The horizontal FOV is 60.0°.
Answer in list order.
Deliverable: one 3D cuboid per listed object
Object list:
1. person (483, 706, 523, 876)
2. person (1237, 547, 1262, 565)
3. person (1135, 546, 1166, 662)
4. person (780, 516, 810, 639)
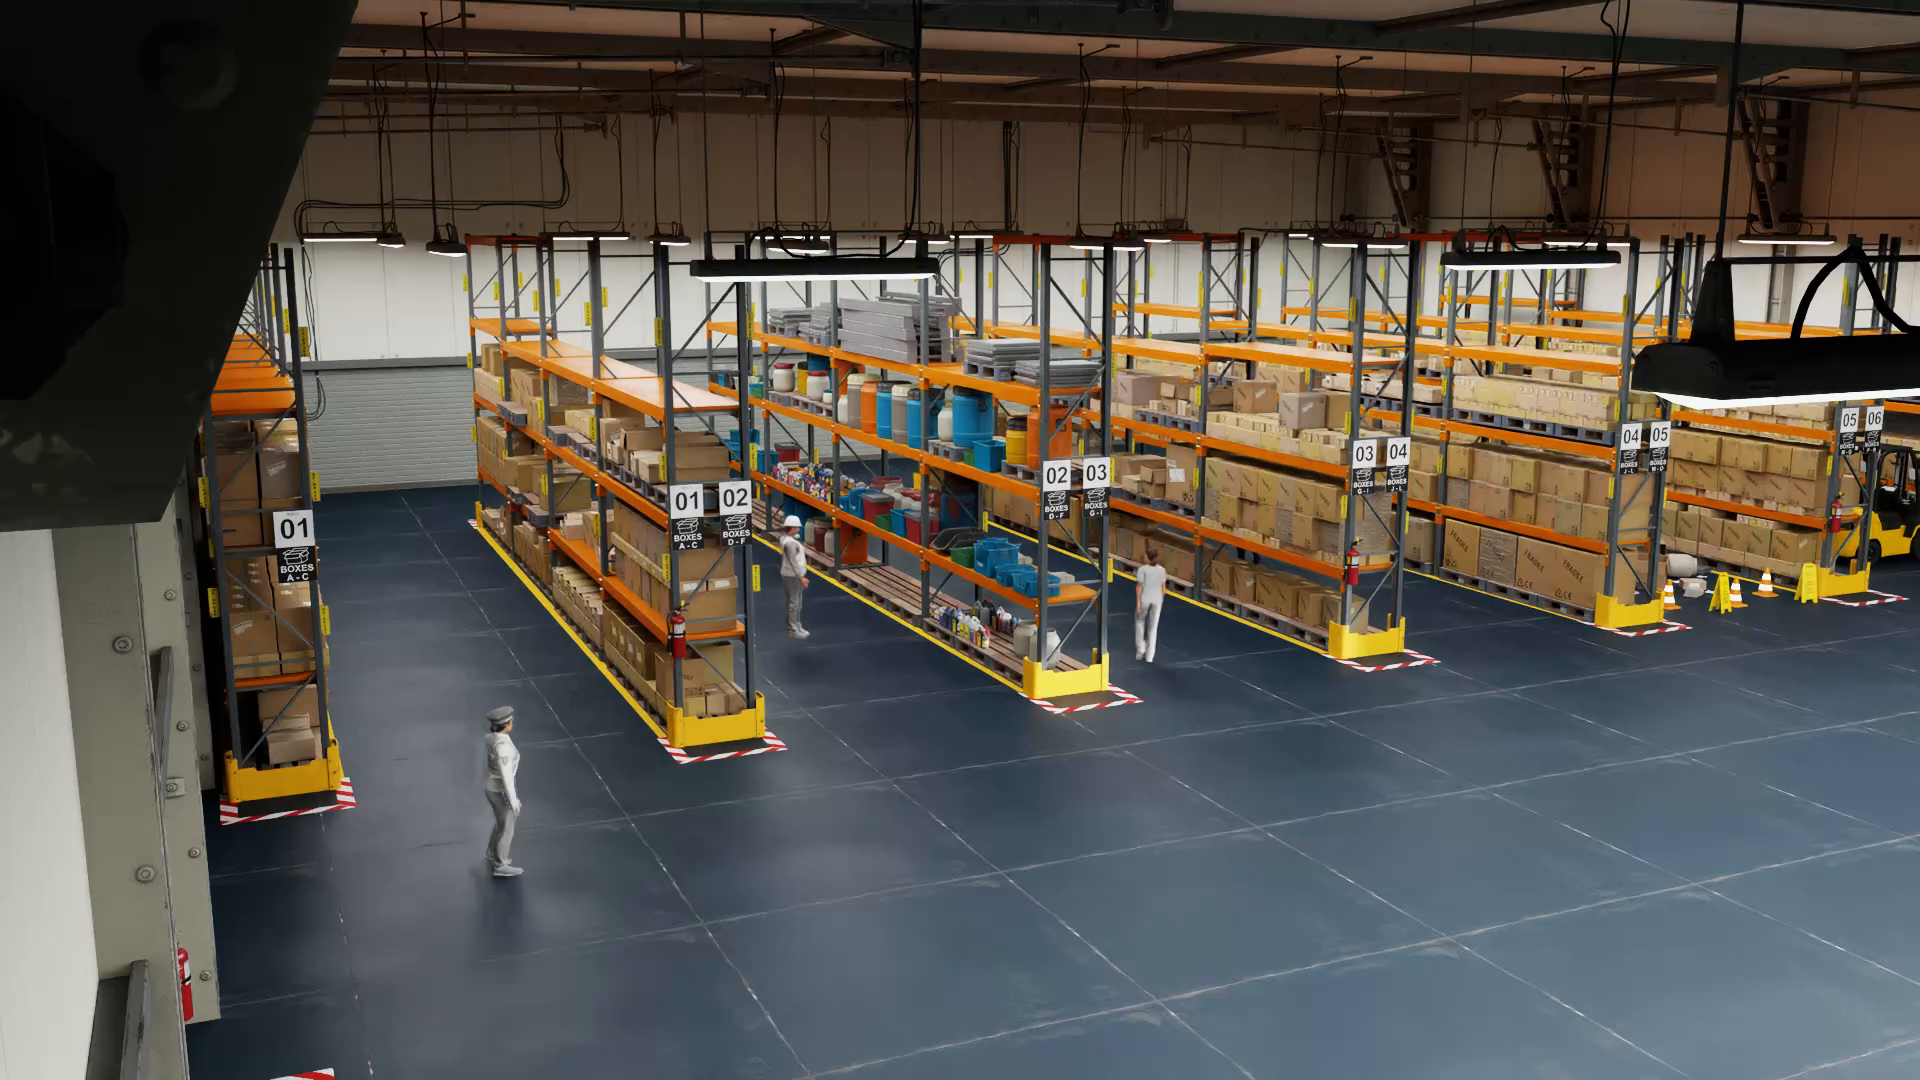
[{"bbox_3d":[-4.469,2.446,16.173,0.388,1.681,0.582,-3,11,-17],"label":"person"},{"bbox_3d":[5.250,-0.228,30.063,0.531,1.684,0.367,4,12,22],"label":"person"},{"bbox_3d":[2.747,0.922,23.957,0.437,1.694,0.438,1,11,6],"label":"person"},{"bbox_3d":[-2.396,0.547,24.208,0.512,1.825,0.589,2,11,9],"label":"person"}]
